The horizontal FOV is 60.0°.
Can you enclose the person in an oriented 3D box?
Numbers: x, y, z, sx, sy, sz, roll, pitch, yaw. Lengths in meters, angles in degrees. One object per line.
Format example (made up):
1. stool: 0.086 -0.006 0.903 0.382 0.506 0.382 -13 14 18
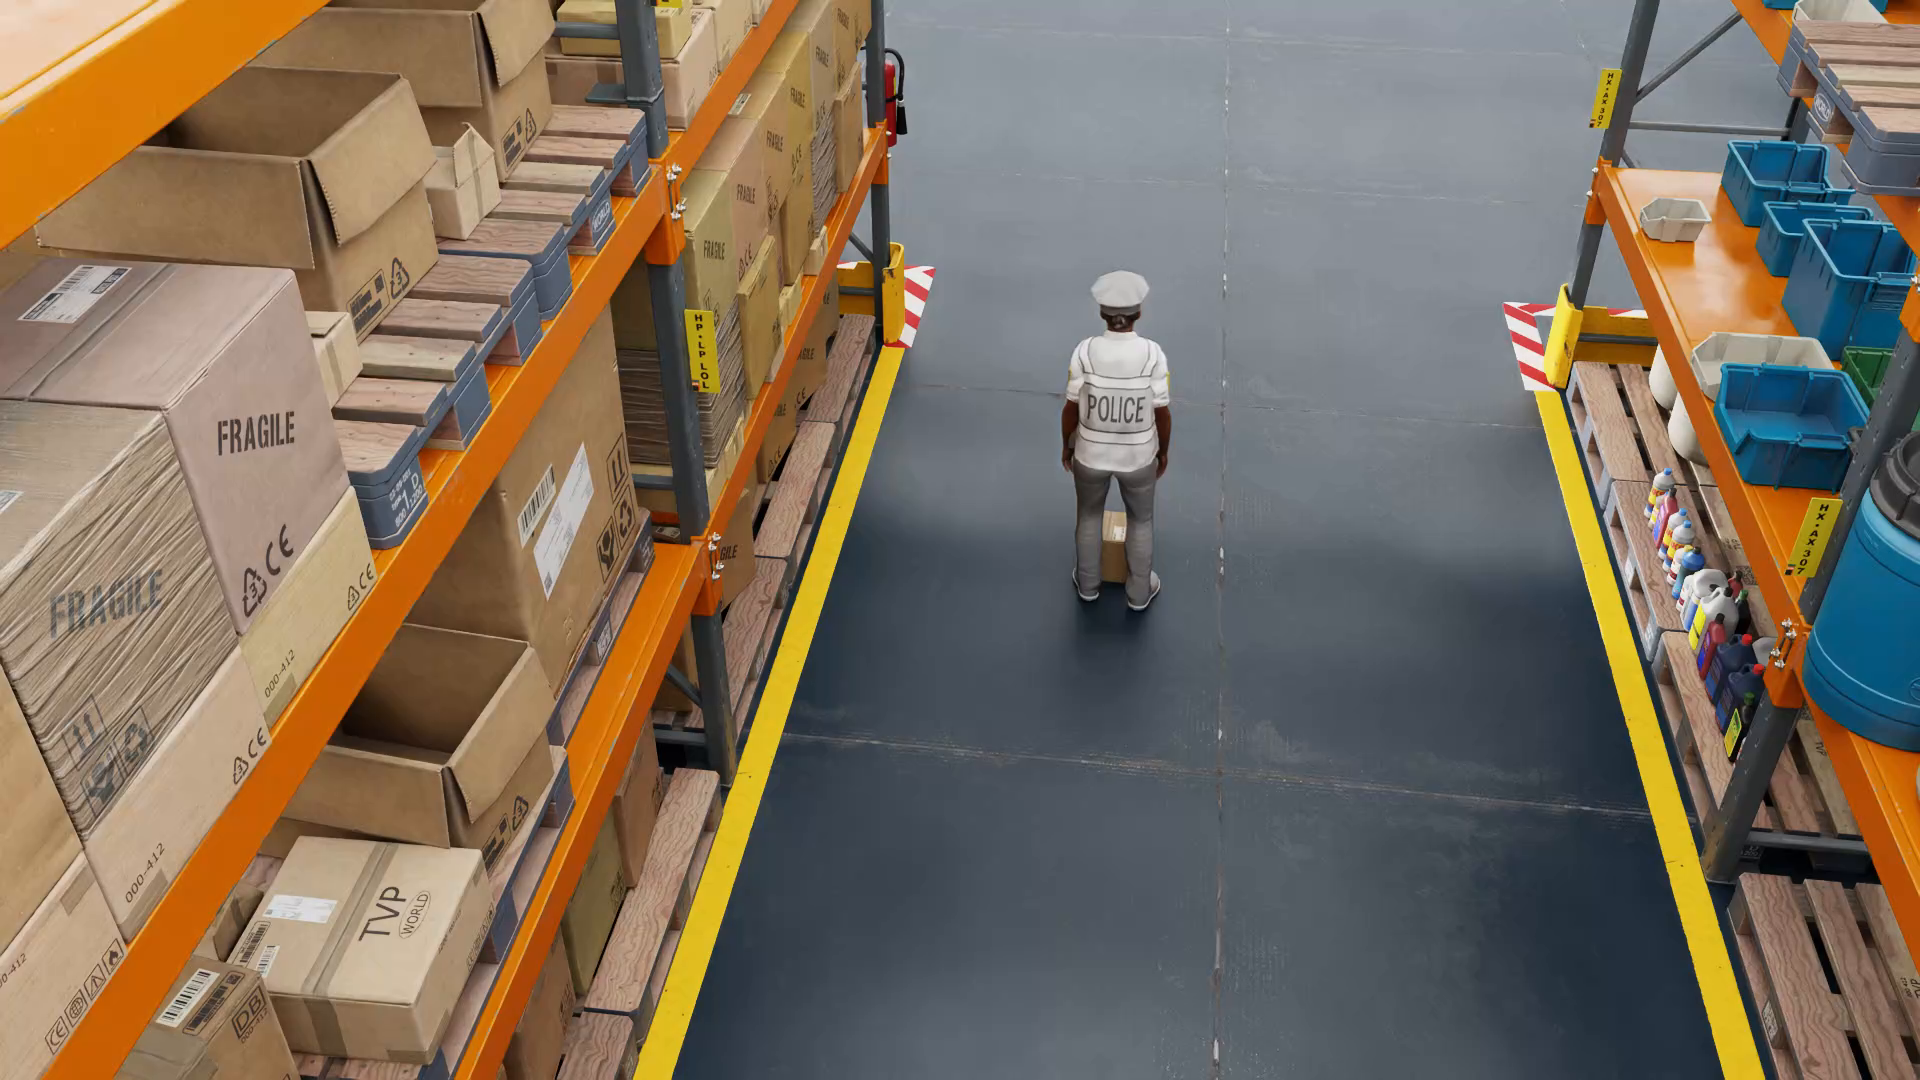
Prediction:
1. person: 0.714 -0.405 7.589 0.506 1.660 0.415 5 37 6
